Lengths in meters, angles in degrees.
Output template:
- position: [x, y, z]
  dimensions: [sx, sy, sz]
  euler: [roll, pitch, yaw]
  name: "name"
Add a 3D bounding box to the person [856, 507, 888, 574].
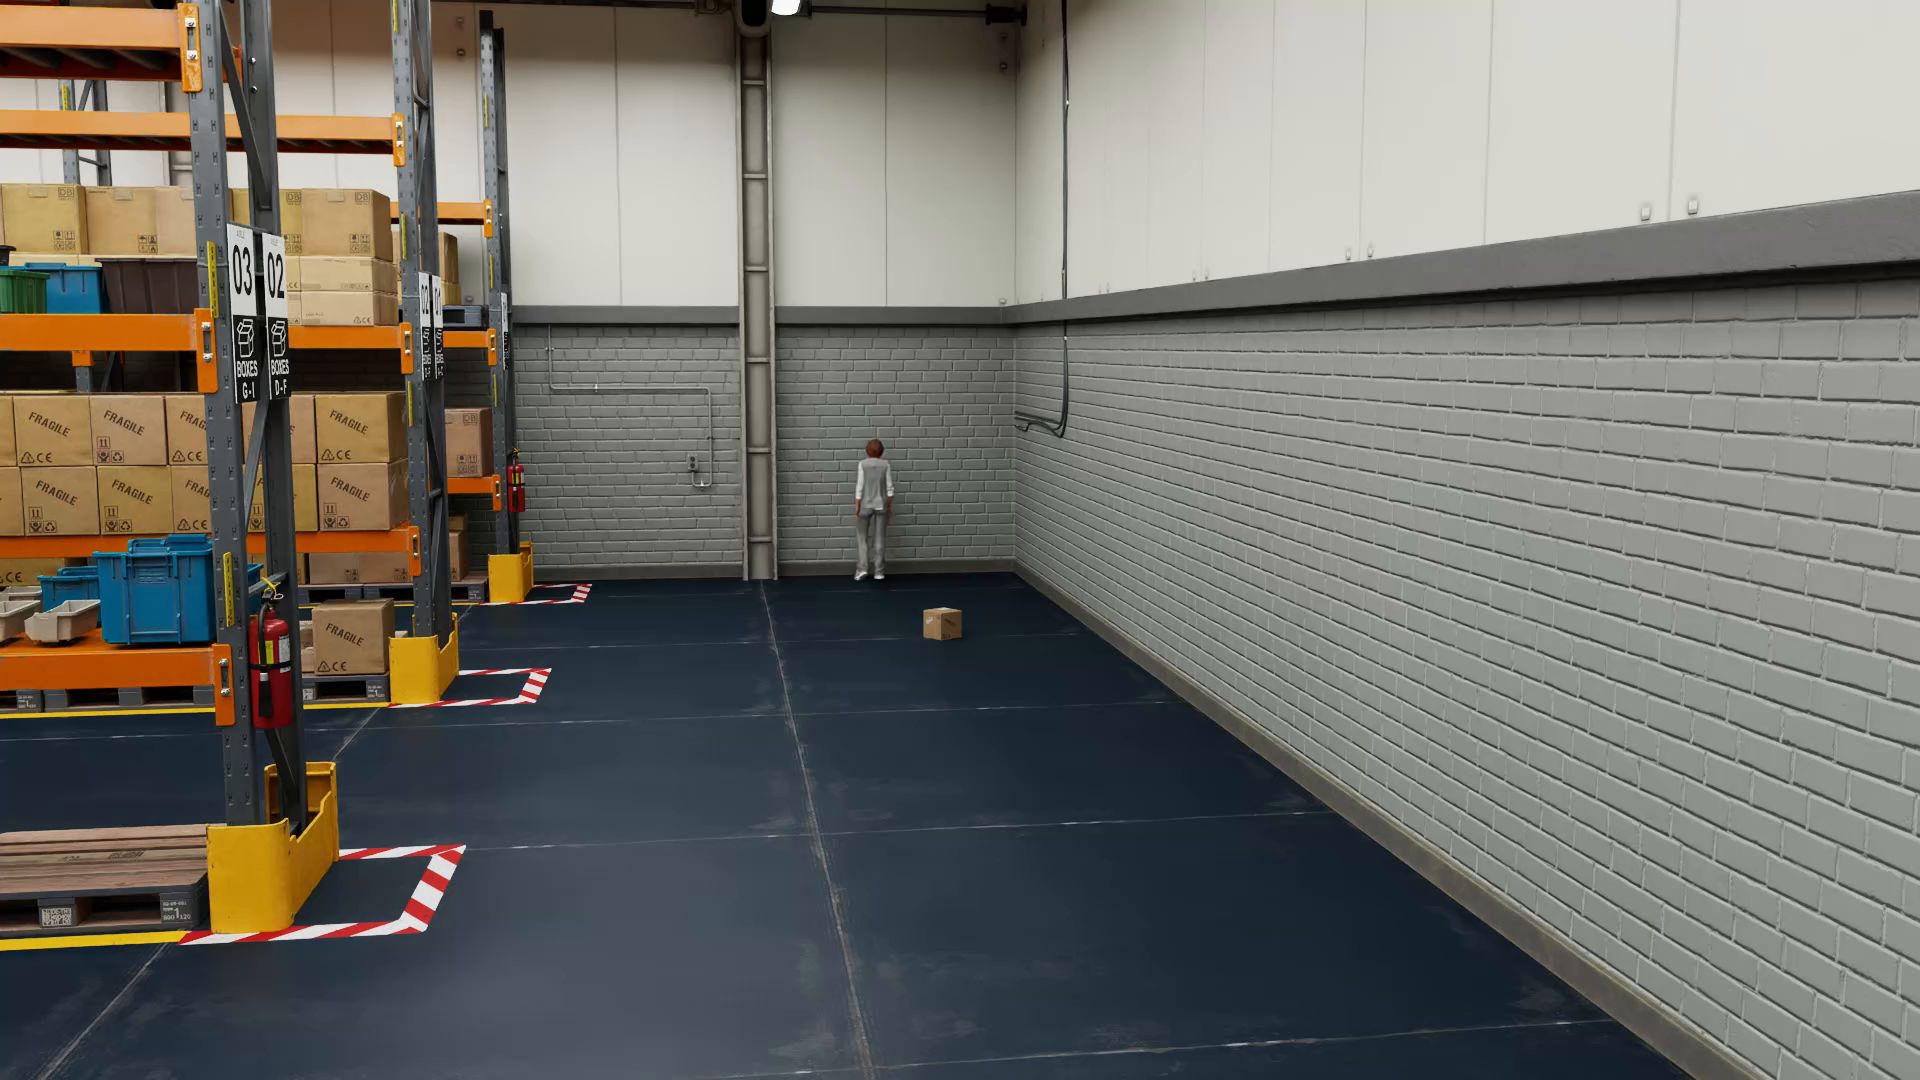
- position: [-0.990, -0.066, 18.832]
  dimensions: [0.354, 0.875, 0.380]
  euler: [-1, 7, -10]
  name: "person"
